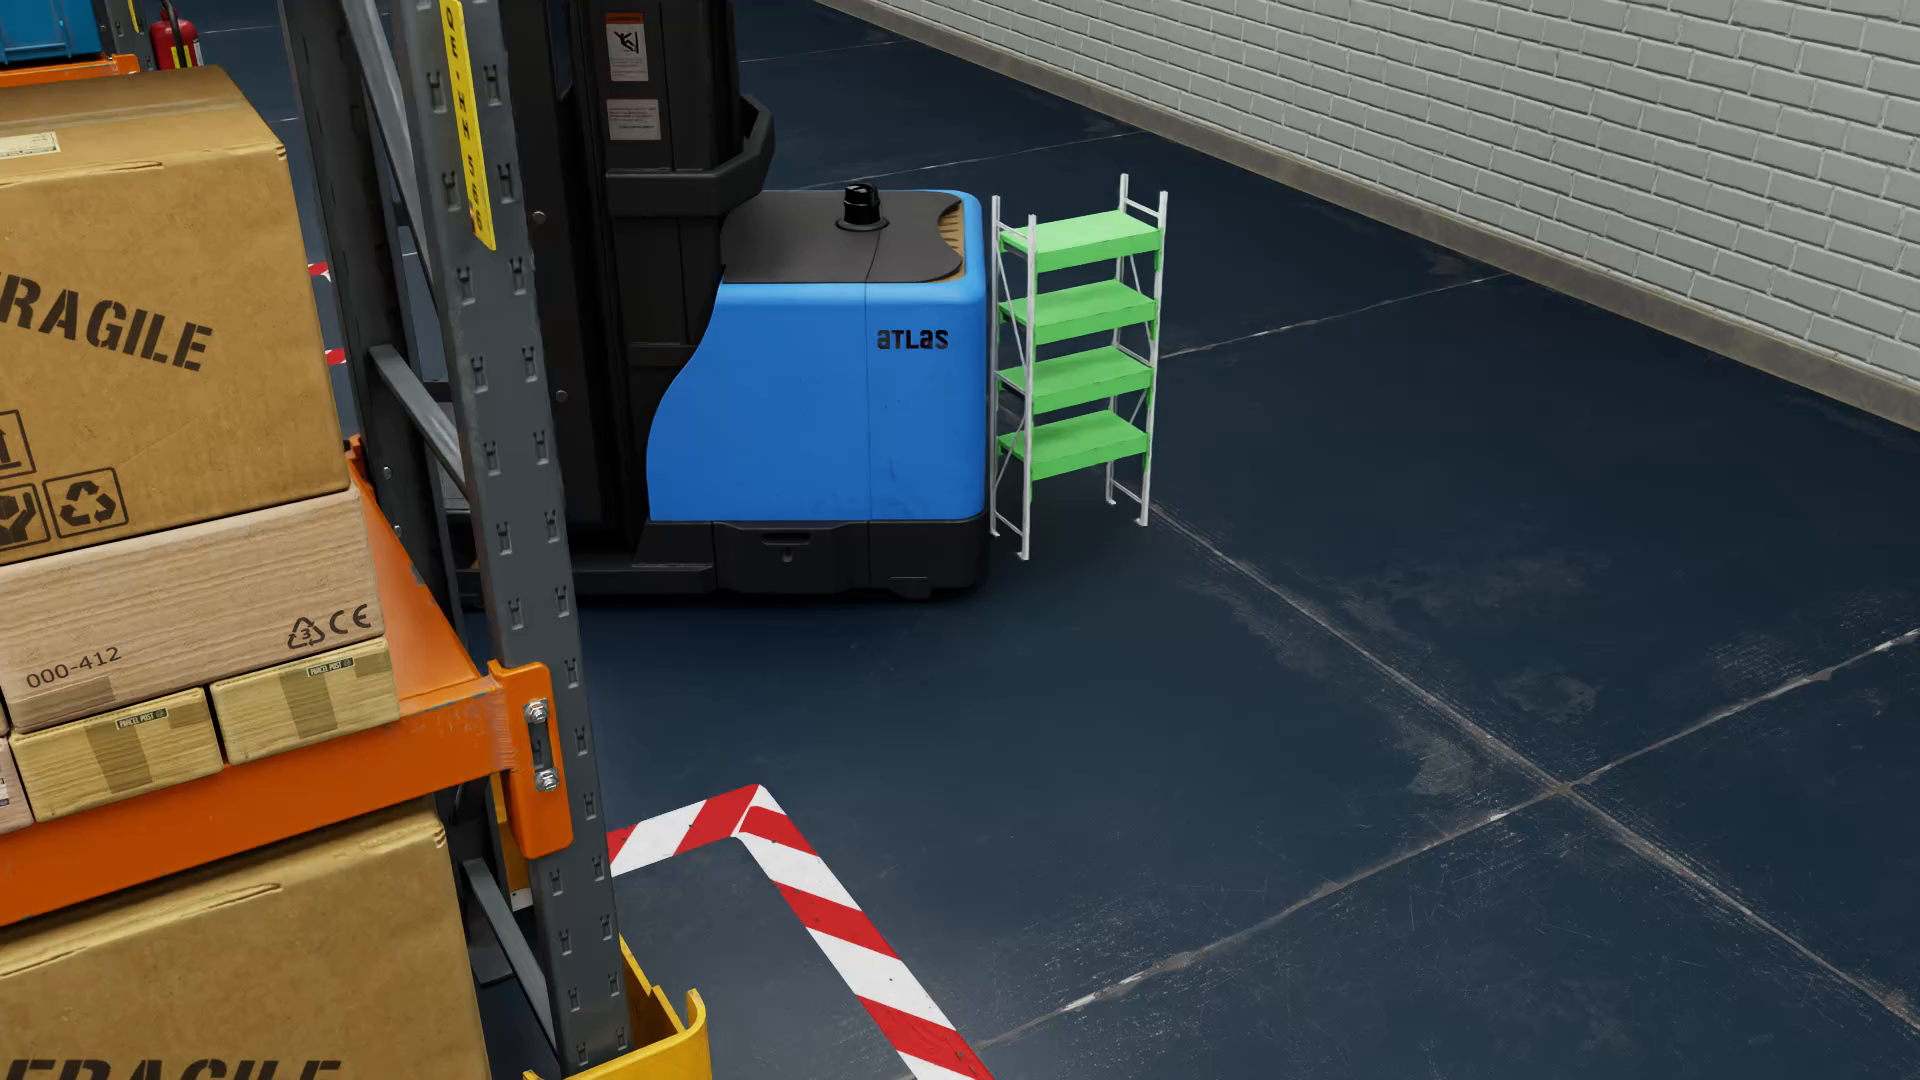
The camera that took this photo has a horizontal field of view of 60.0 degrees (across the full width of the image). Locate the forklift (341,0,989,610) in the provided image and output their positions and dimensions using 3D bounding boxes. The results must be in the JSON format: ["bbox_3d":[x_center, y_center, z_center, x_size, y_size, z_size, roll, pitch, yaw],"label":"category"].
[{"bbox_3d":[-1.427,-1.315,5.100,3.031,2.935,1.130,0,29,0],"label":"forklift"}]

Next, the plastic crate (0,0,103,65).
[{"bbox_3d":[-3.619,-2.116,6.381,0.499,0.435,0.616,-16,33,-26],"label":"plastic crate"}]

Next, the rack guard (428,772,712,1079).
[{"bbox_3d":[-0.895,0.918,3.569,0.348,0.500,1.175,-16,33,-26],"label":"rack guard"}]

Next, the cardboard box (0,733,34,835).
[{"bbox_3d":[-1.497,0.289,2.381,0.250,0.149,0.380,-16,33,-26],"label":"cardboard box"}]

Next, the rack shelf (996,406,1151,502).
[{"bbox_3d":[0.379,-0.298,5.678,0.480,0.148,0.258,-15,32,-26],"label":"rack shelf"}]

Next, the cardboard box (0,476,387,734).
[{"bbox_3d":[-1.199,-0.006,2.504,0.500,0.250,0.500,-16,33,-27],"label":"cardboard box"}]

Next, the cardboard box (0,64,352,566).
[{"bbox_3d":[-1.203,-0.335,2.323,0.500,0.500,0.500,-15,32,-26],"label":"cardboard box"}]

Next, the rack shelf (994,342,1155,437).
[{"bbox_3d":[0.379,-0.509,5.562,0.480,0.148,0.258,-15,32,-26],"label":"rack shelf"}]

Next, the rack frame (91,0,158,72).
[{"bbox_3d":[-3.425,-2.234,6.693,0.127,3.000,1.000,-16,33,-26],"label":"rack frame"}]

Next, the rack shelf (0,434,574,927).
[{"bbox_3d":[-2.640,0.634,2.241,4.000,0.370,1.077,-16,33,-26],"label":"rack shelf"}]

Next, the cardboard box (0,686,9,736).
[{"bbox_3d":[-1.637,0.118,2.279,0.500,0.250,0.500,-16,33,-27],"label":"cardboard box"}]

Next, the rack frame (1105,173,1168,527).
[{"bbox_3d":[0.592,-0.623,5.636,0.015,1.200,0.240,-15,32,-26],"label":"rack frame"}]

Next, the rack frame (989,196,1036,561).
[{"bbox_3d":[0.167,-0.506,5.426,0.015,1.200,0.240,-15,32,-26],"label":"rack frame"}]

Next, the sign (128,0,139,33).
[{"bbox_3d":[-3.132,-2.080,6.246,0.005,0.325,0.100,-16,33,-26],"label":"sign"}]

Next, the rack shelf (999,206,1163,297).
[{"bbox_3d":[0.379,-0.929,5.330,0.480,0.148,0.258,-15,32,-26],"label":"rack shelf"}]

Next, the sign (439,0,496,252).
[{"bbox_3d":[-0.653,-0.552,2.202,0.005,0.325,0.100,-16,33,-26],"label":"sign"}]

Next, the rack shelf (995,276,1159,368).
[{"bbox_3d":[0.379,-0.719,5.446,0.480,0.148,0.258,-15,32,-26],"label":"rack shelf"}]

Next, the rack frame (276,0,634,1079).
[{"bbox_3d":[-0.916,-0.171,2.955,0.127,3.000,1.000,-16,33,-26],"label":"rack frame"}]

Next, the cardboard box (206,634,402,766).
[{"bbox_3d":[-1.056,0.164,2.609,0.250,0.149,0.380,-15,32,-25],"label":"cardboard box"}]

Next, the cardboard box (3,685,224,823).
[{"bbox_3d":[-1.279,0.228,2.492,0.250,0.149,0.380,-15,32,-26],"label":"cardboard box"}]

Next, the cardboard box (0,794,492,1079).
[{"bbox_3d":[-1.427,0.766,3.022,0.875,0.875,0.875,-16,33,-26],"label":"cardboard box"}]

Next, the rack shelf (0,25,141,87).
[{"bbox_3d":[-5.149,-1.429,5.980,4.000,0.370,1.077,-16,33,-26],"label":"rack shelf"}]

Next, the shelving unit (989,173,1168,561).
[{"bbox_3d":[0.379,-0.564,5.531,0.503,1.200,0.258,-15,32,-26],"label":"shelving unit"}]
